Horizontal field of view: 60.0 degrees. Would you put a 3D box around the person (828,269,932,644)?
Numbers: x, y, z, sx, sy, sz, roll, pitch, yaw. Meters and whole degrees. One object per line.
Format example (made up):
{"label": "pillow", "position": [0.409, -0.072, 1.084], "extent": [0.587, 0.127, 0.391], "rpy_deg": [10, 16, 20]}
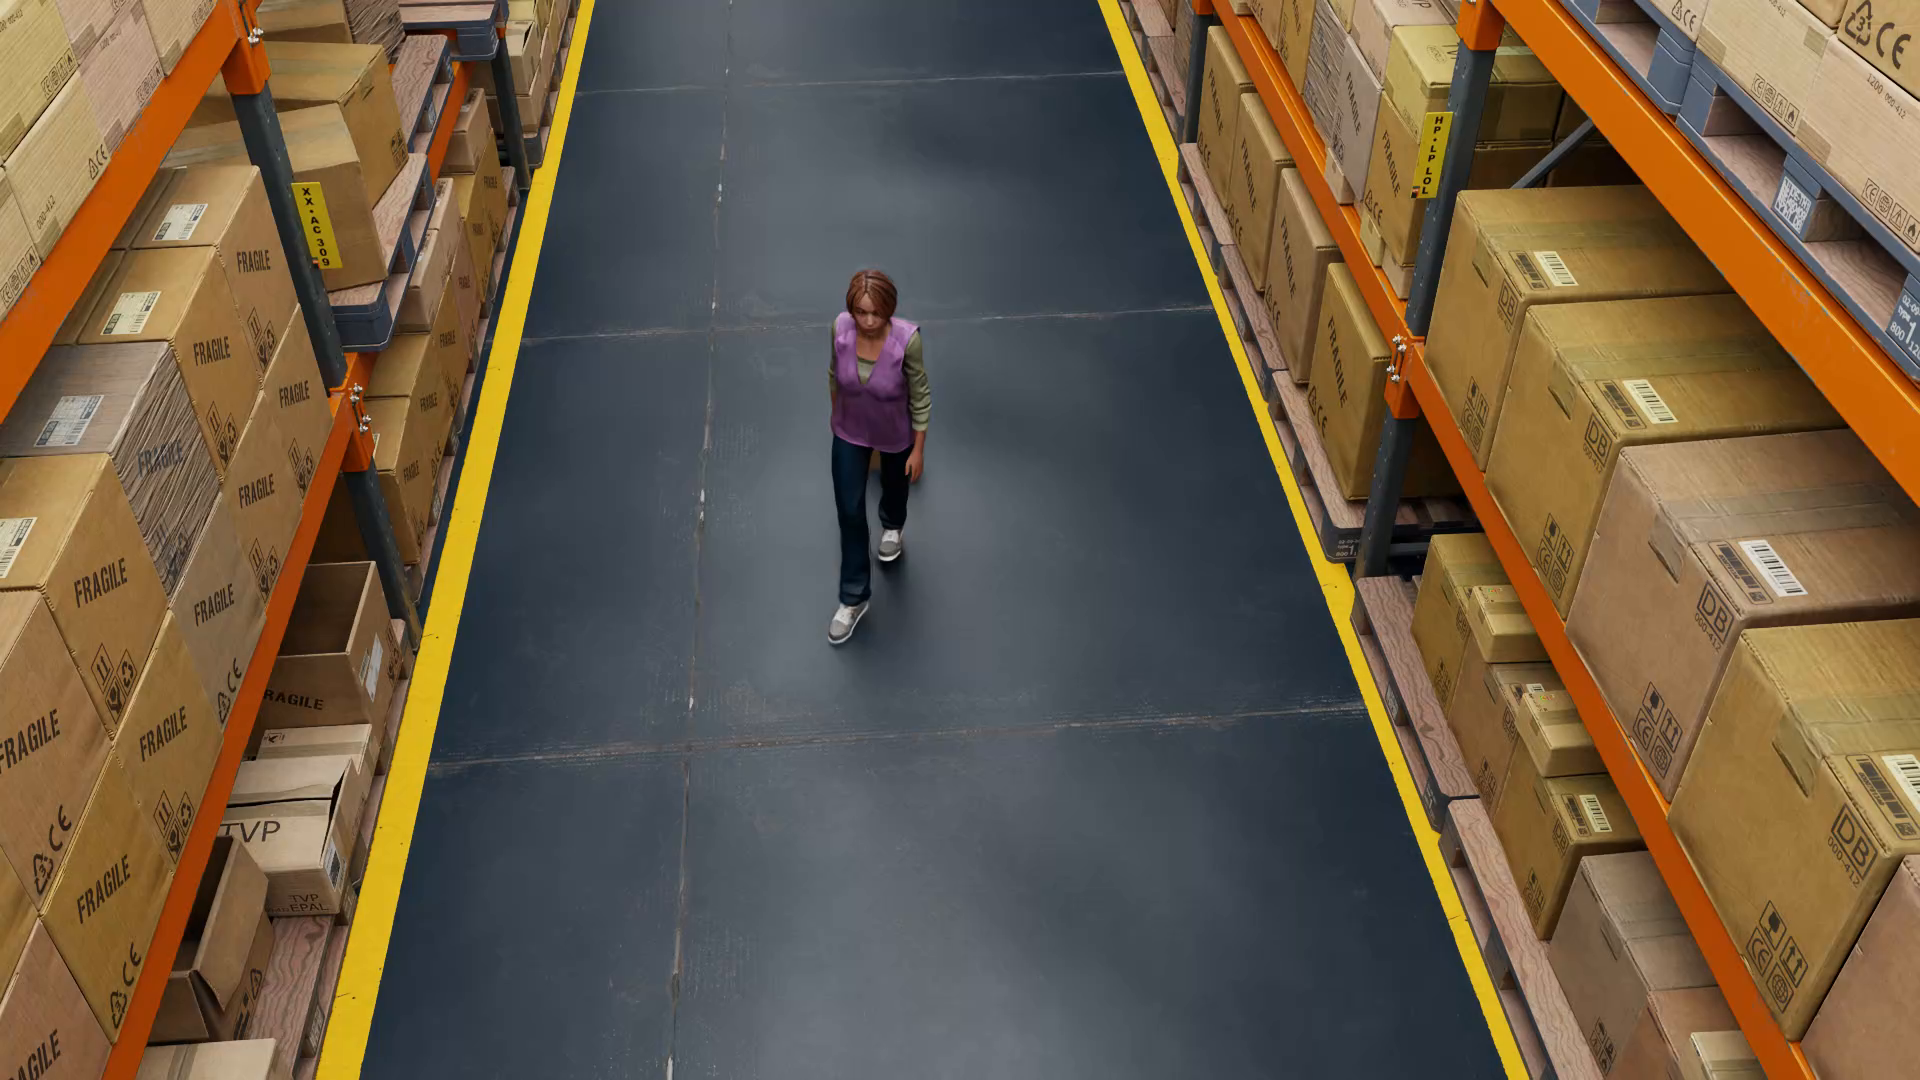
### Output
{"label": "person", "position": [-0.326, -0.411, 6.658], "extent": [0.444, 1.577, 0.786], "rpy_deg": [4, 40, 4]}
